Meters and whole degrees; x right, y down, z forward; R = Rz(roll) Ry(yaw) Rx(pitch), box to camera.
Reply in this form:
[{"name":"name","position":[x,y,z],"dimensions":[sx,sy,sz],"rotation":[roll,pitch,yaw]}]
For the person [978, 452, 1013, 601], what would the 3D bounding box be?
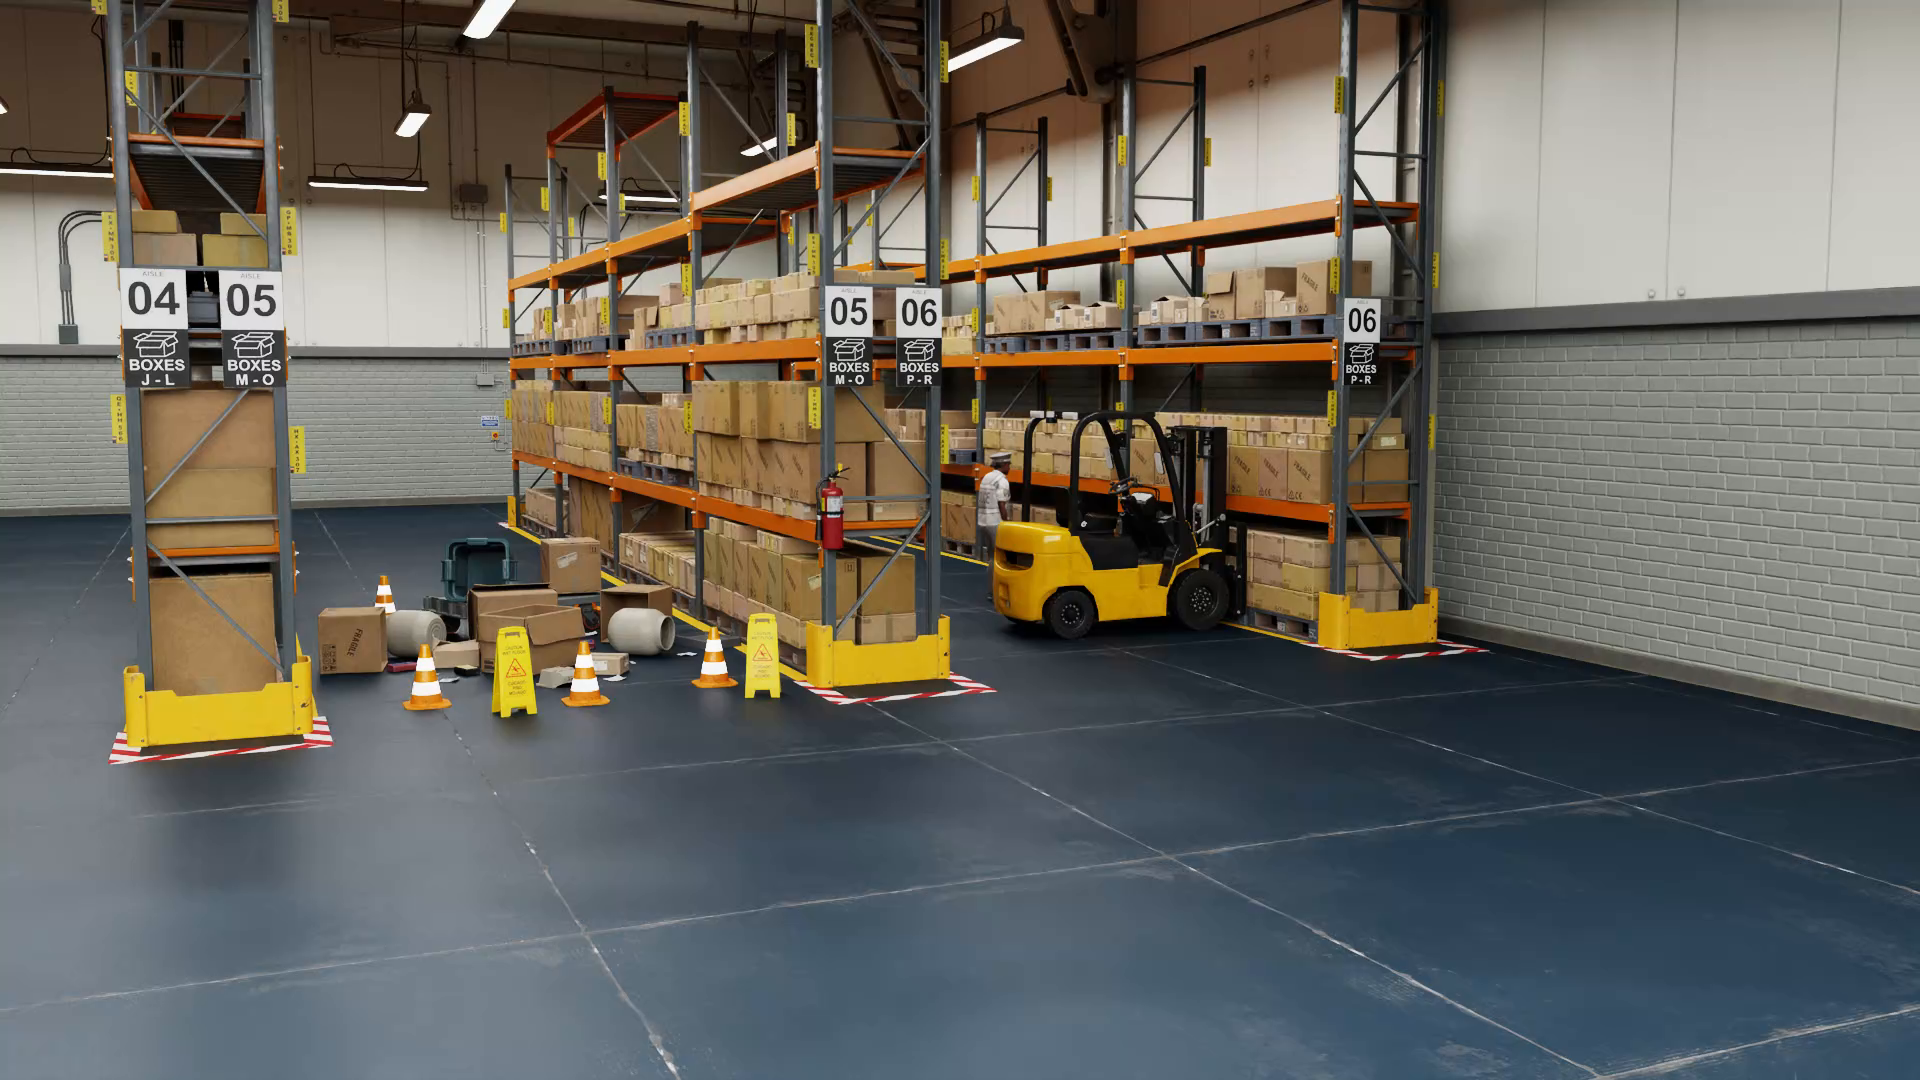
[{"name":"person","position":[0.430,-0.143,18.505],"dimensions":[0.426,1.656,0.512],"rotation":[-3,6,-26]}]
